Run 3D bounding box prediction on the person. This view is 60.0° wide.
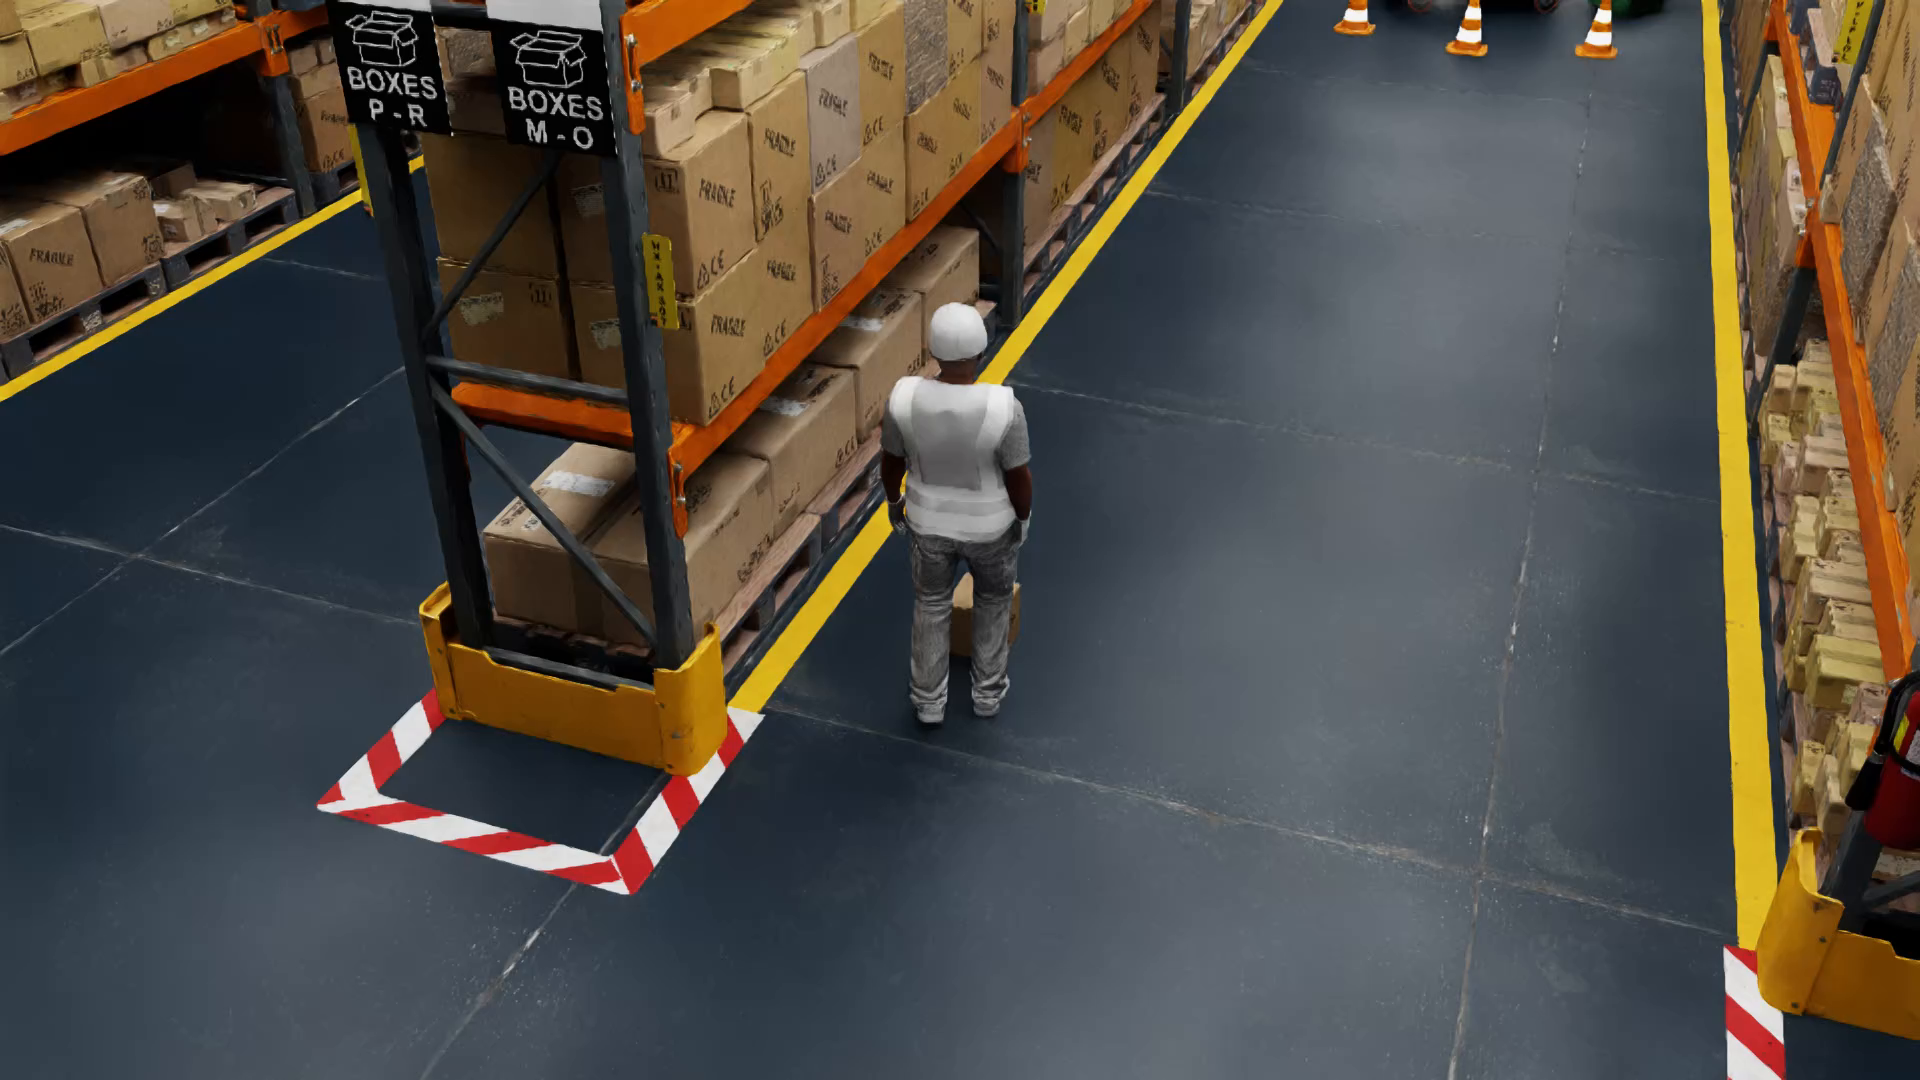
[{"bbox_3d":[-0.005,-0.066,6.302,0.571,1.839,0.418,8,34,12],"label":"person"}]
